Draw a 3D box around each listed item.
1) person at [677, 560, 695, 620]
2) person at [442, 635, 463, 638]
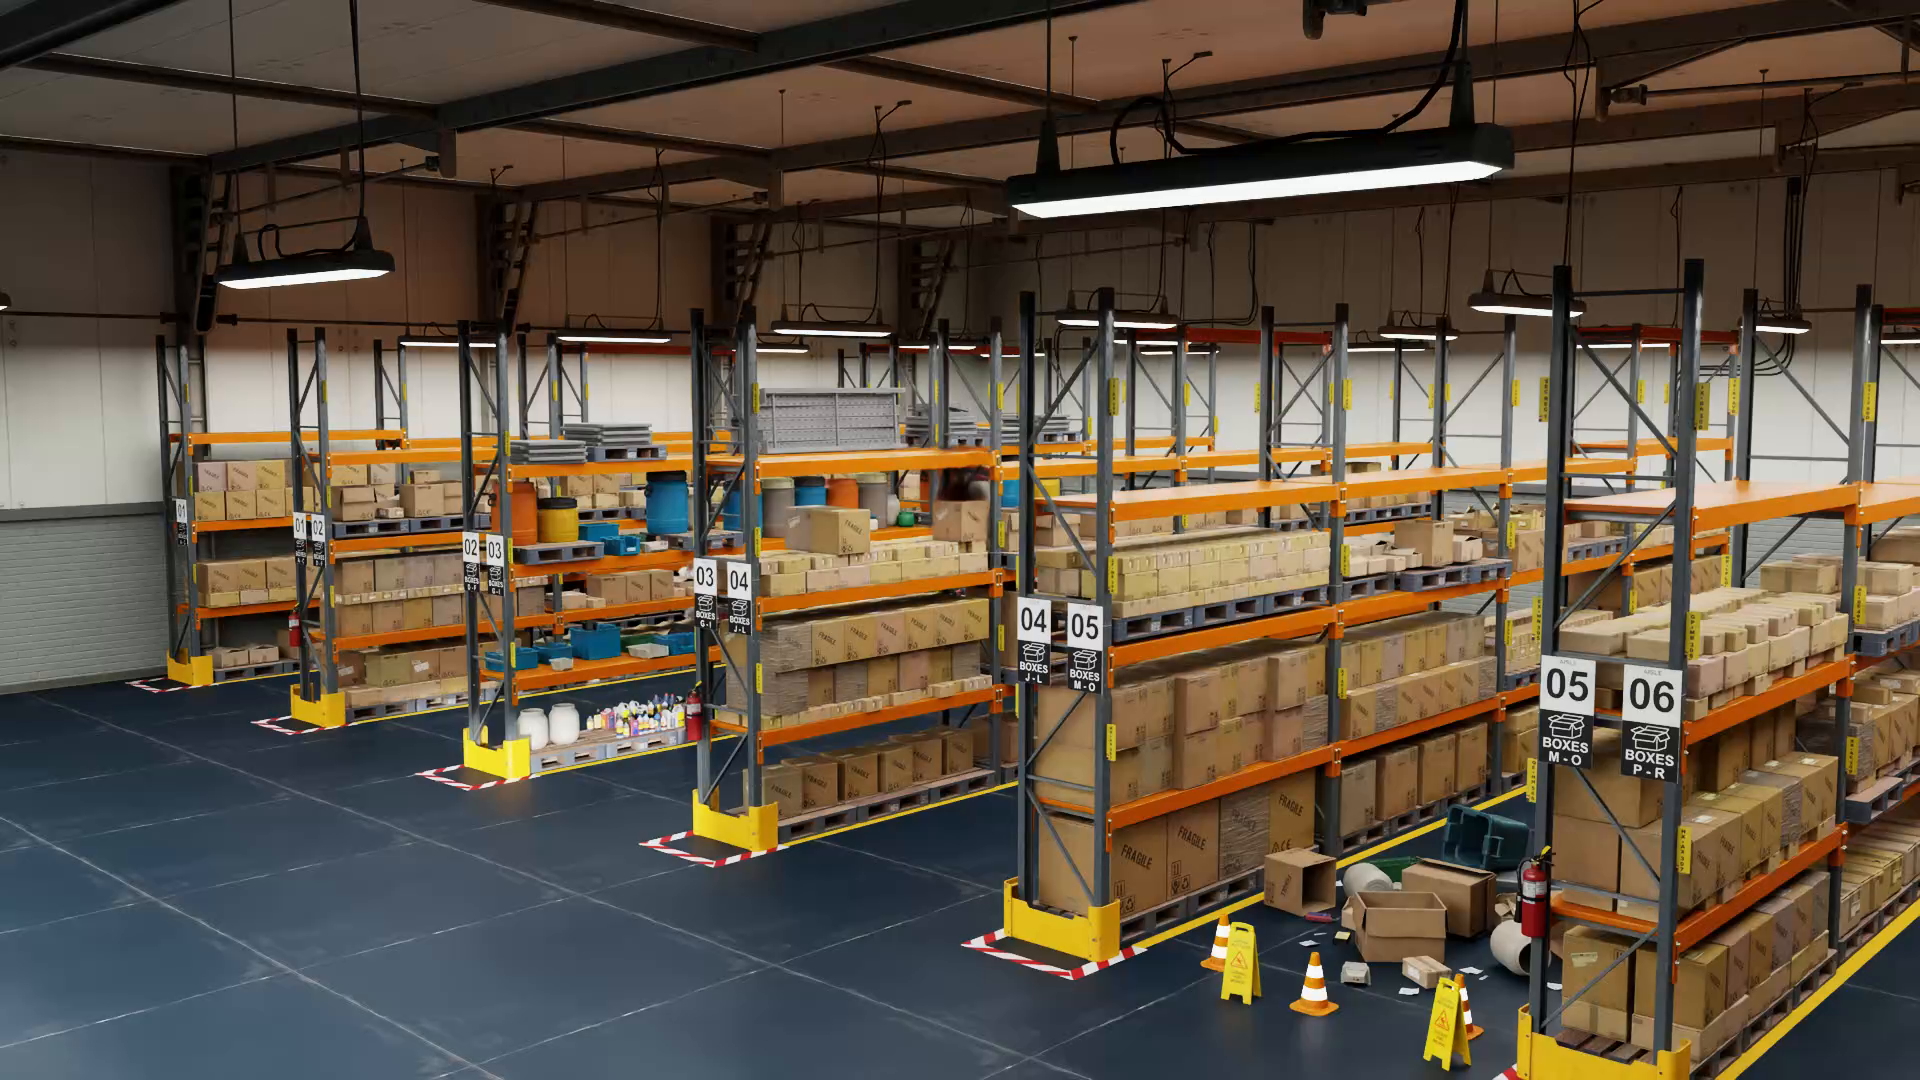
[{"bbox_3d":[-5.452,1.154,33.281,0.531,1.728,1.048,5,7,40],"label":"person"},{"bbox_3d":[-8.989,1.578,29.541,0.555,1.629,0.961,3,6,32],"label":"person"}]
